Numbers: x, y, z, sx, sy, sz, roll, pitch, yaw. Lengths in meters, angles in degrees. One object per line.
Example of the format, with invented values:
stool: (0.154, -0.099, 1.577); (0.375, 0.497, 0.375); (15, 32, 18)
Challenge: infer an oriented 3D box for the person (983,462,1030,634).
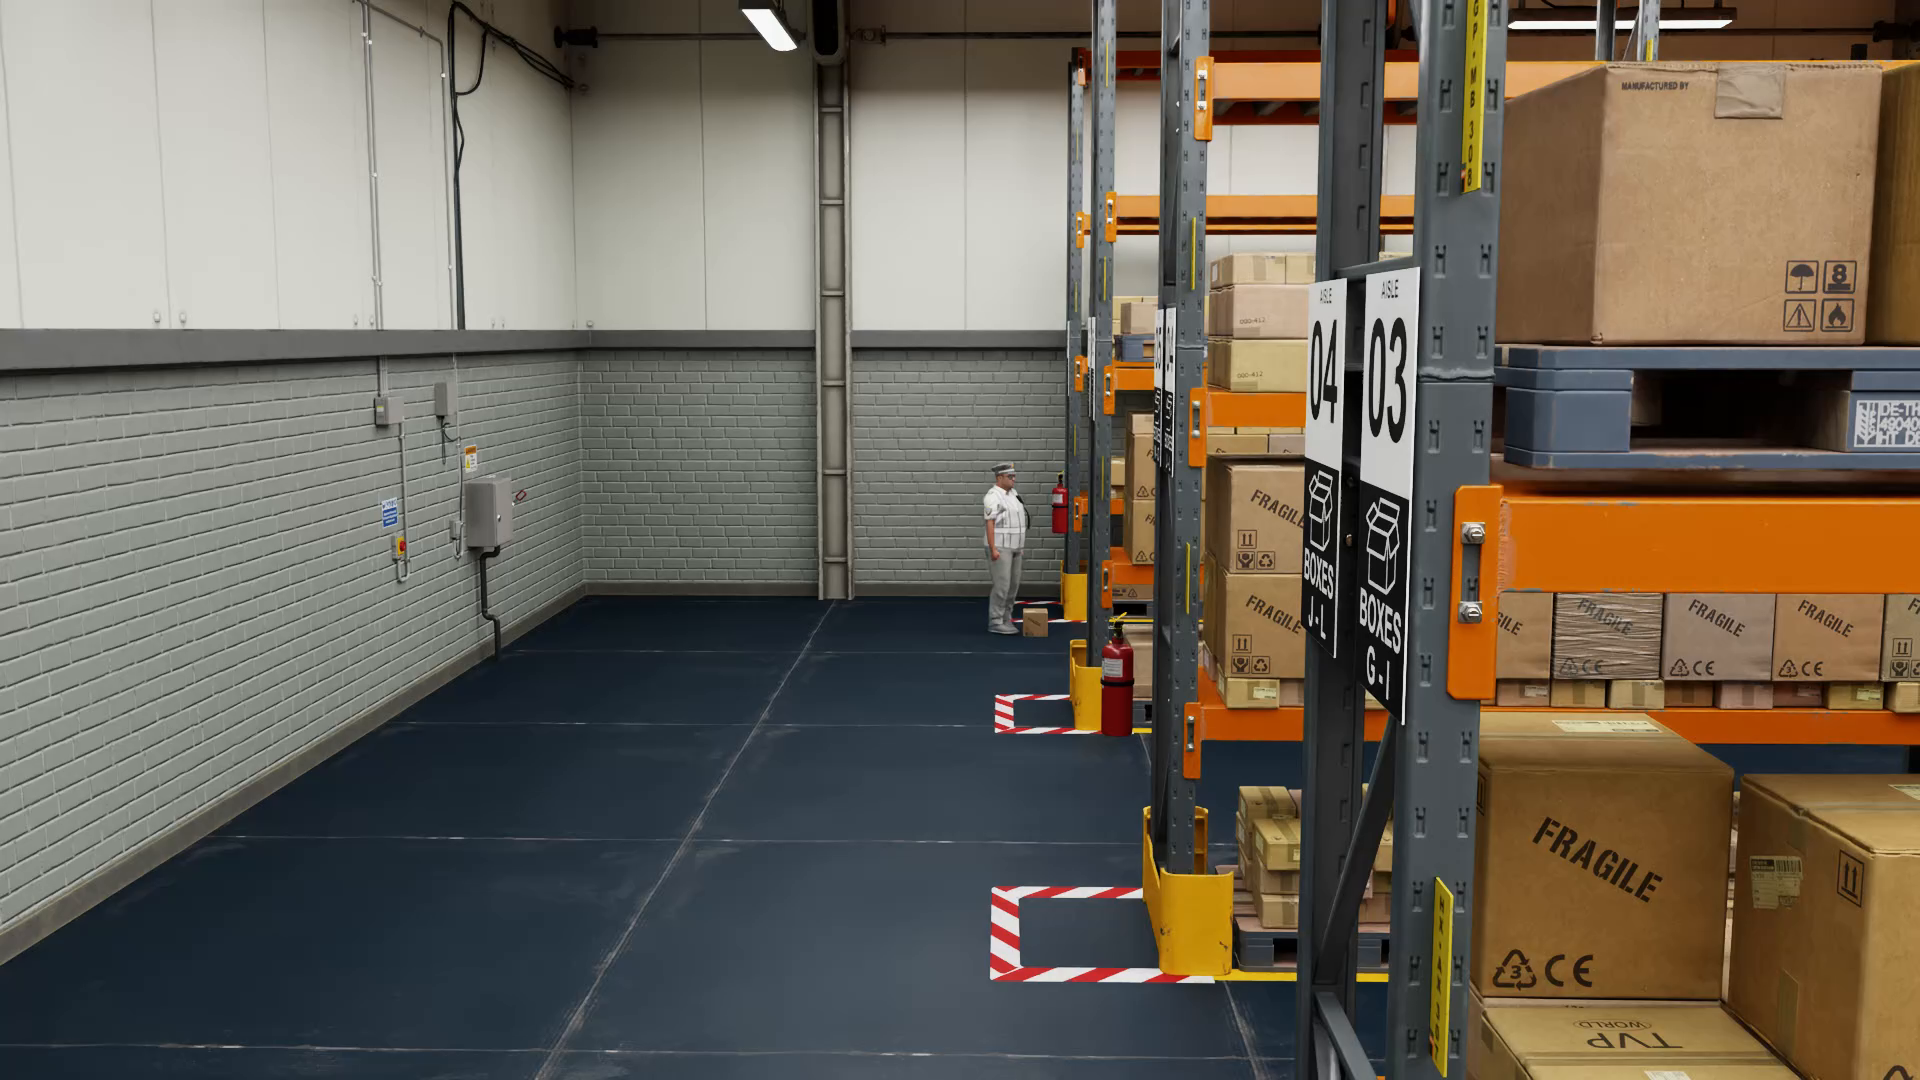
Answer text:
person: (0.483, 0.080, 17.126); (0.421, 1.777, 0.529); (5, 9, 35)
